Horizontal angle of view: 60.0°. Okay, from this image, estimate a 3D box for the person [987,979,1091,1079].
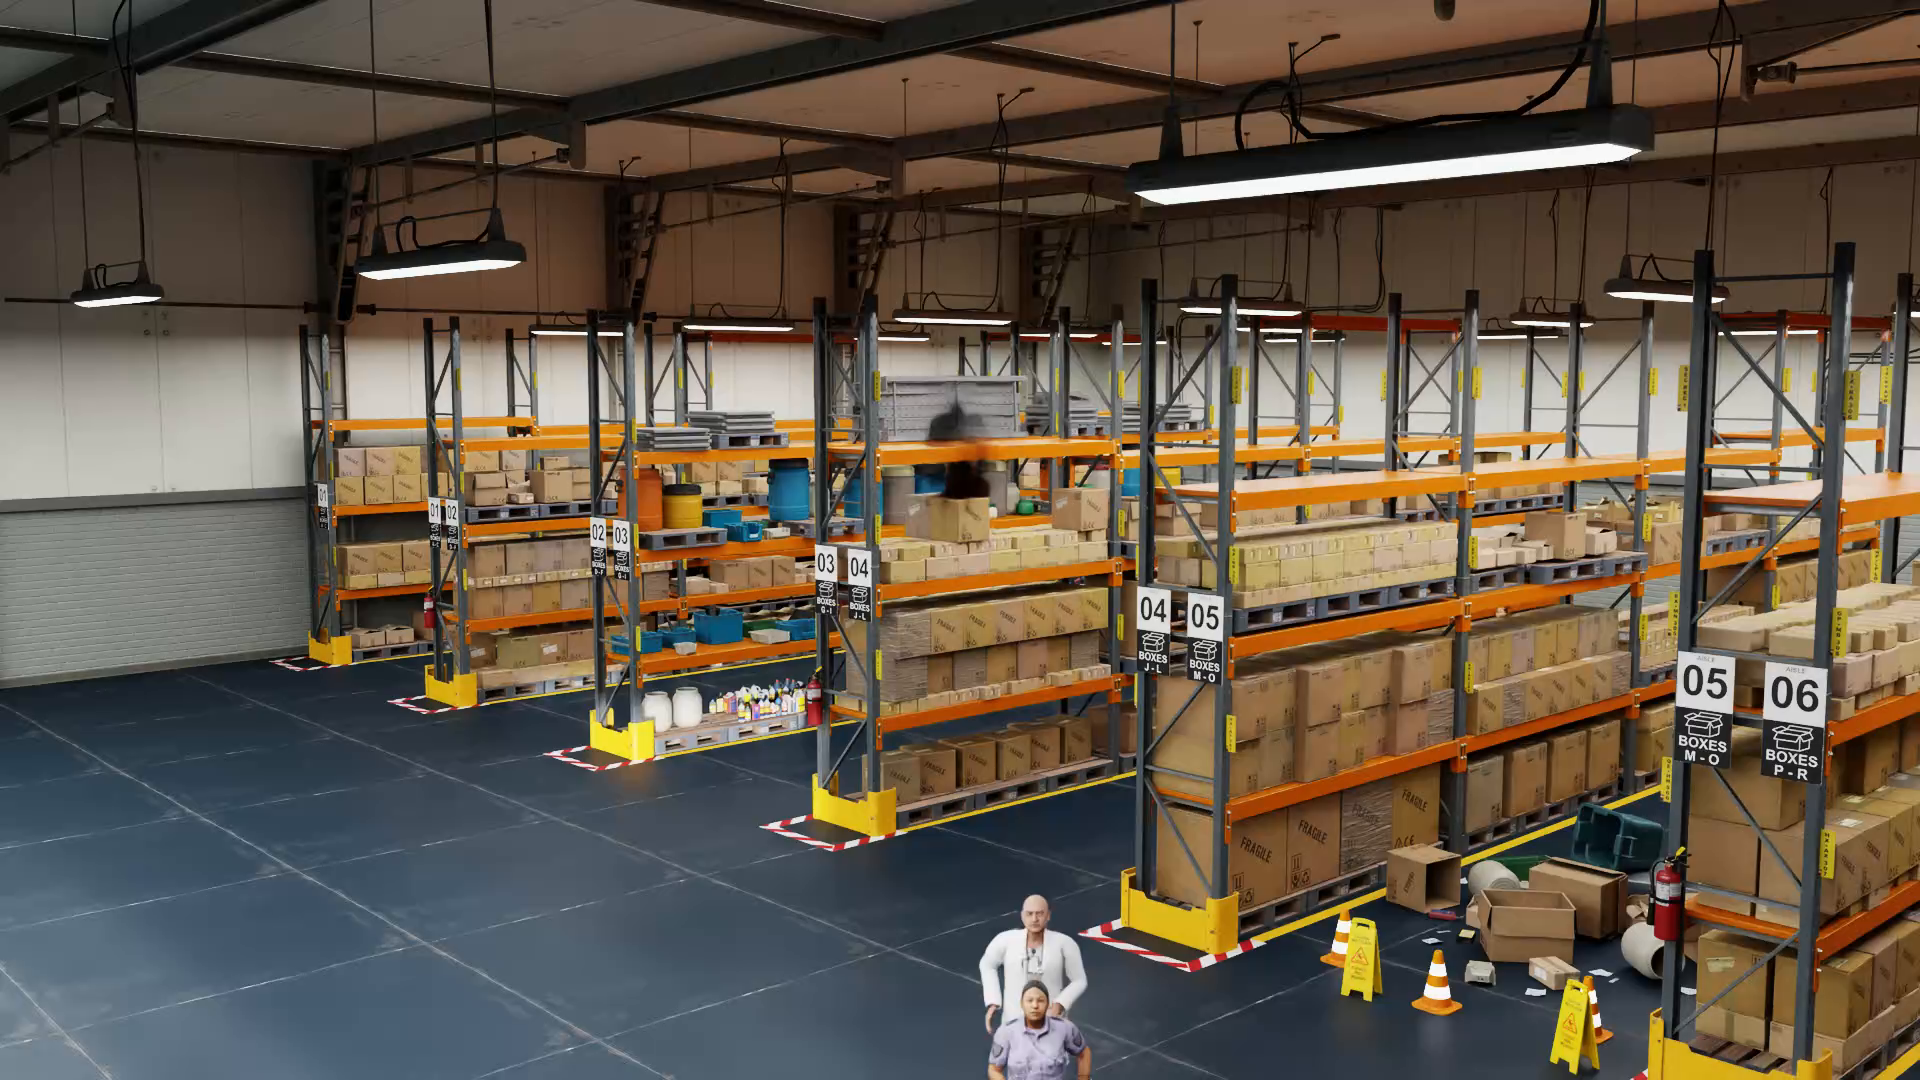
[{"bbox_3d":[0.473,3.401,9.829,0.622,1.606,0.577,0,6,0],"label":"person"}]

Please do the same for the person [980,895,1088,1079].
[{"bbox_3d":[0.481,3.211,10.943,0.712,1.726,0.625,0,6,2],"label":"person"}]

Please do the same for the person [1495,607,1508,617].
[{"bbox_3d":[8.176,1.794,25.255,0.596,1.638,0.866,5,8,43],"label":"person"}]
